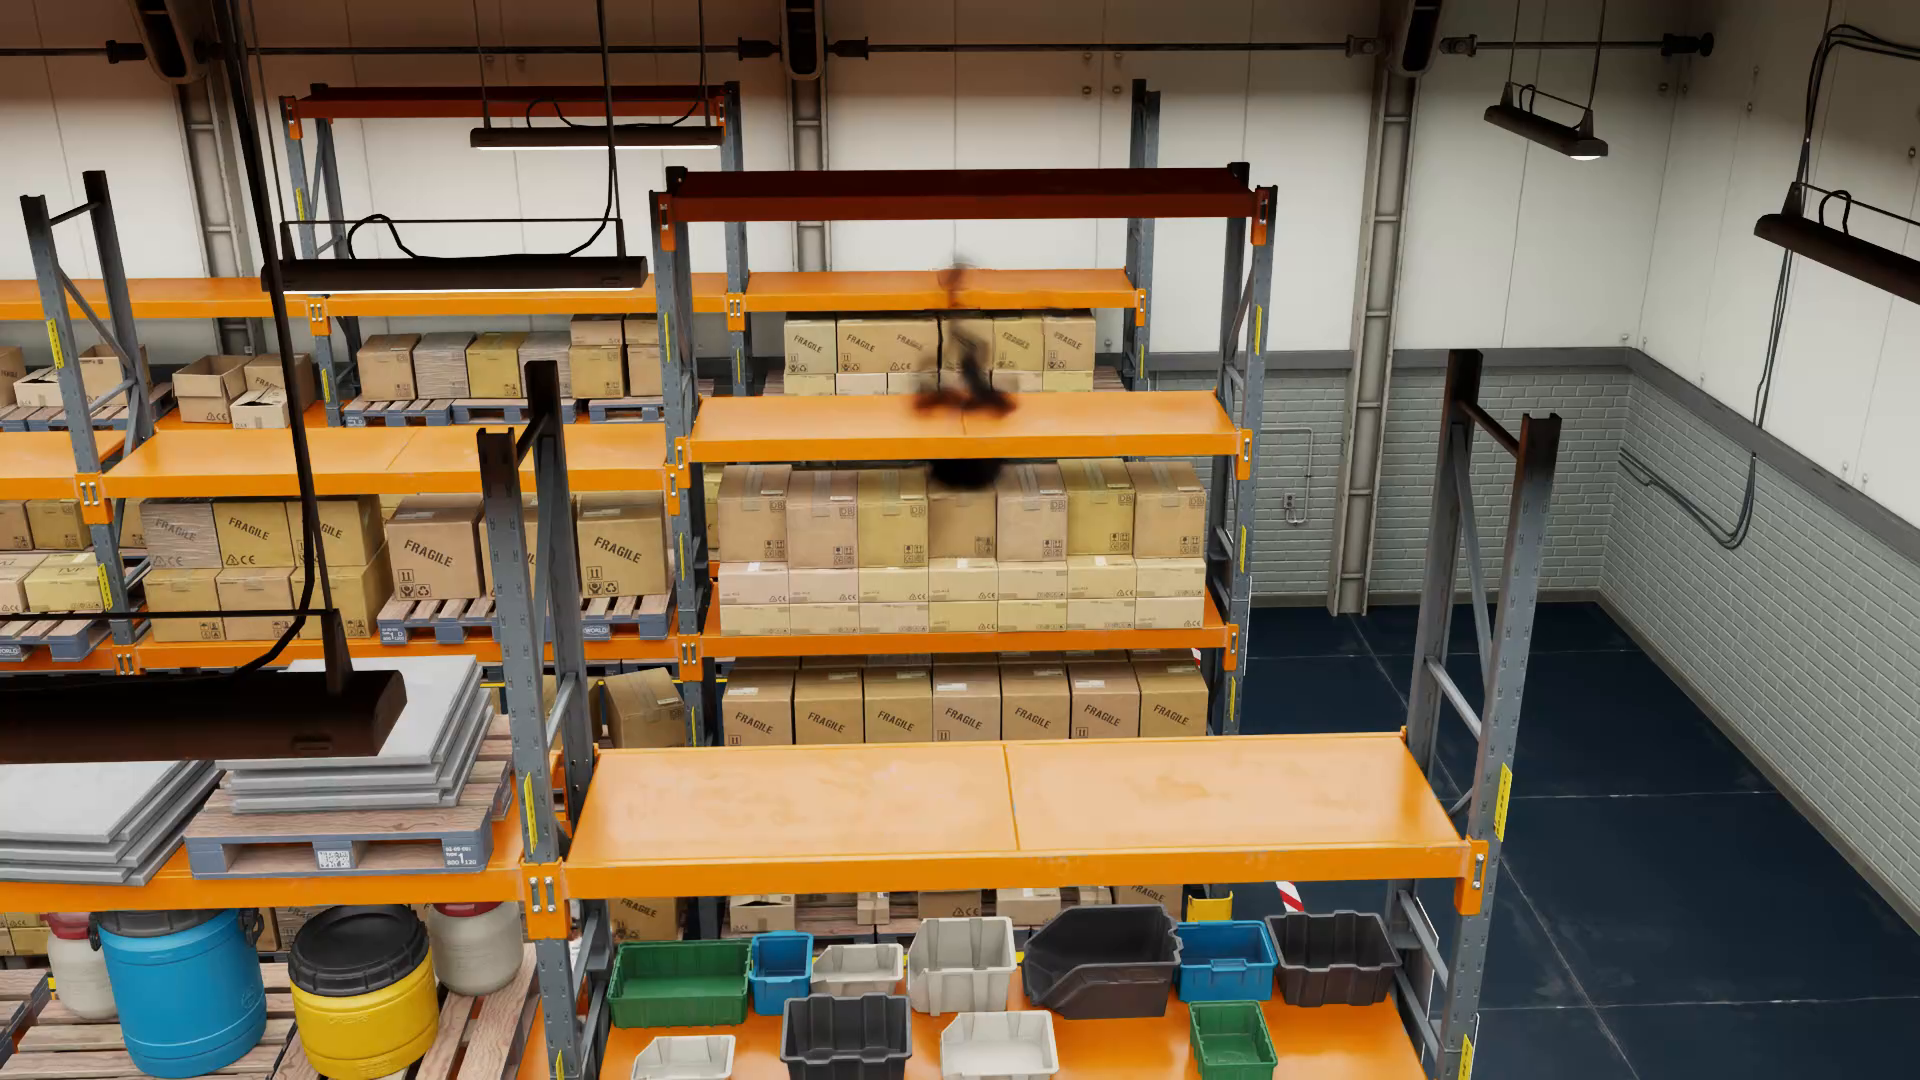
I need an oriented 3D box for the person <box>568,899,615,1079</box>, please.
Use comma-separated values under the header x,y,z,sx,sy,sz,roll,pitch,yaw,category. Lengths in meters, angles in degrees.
x,y,z,sx,sy,sz,roll,pitch,yaw,category
-2.581,3.134,11.048,0.997,1.768,0.677,-5,23,-13,person
